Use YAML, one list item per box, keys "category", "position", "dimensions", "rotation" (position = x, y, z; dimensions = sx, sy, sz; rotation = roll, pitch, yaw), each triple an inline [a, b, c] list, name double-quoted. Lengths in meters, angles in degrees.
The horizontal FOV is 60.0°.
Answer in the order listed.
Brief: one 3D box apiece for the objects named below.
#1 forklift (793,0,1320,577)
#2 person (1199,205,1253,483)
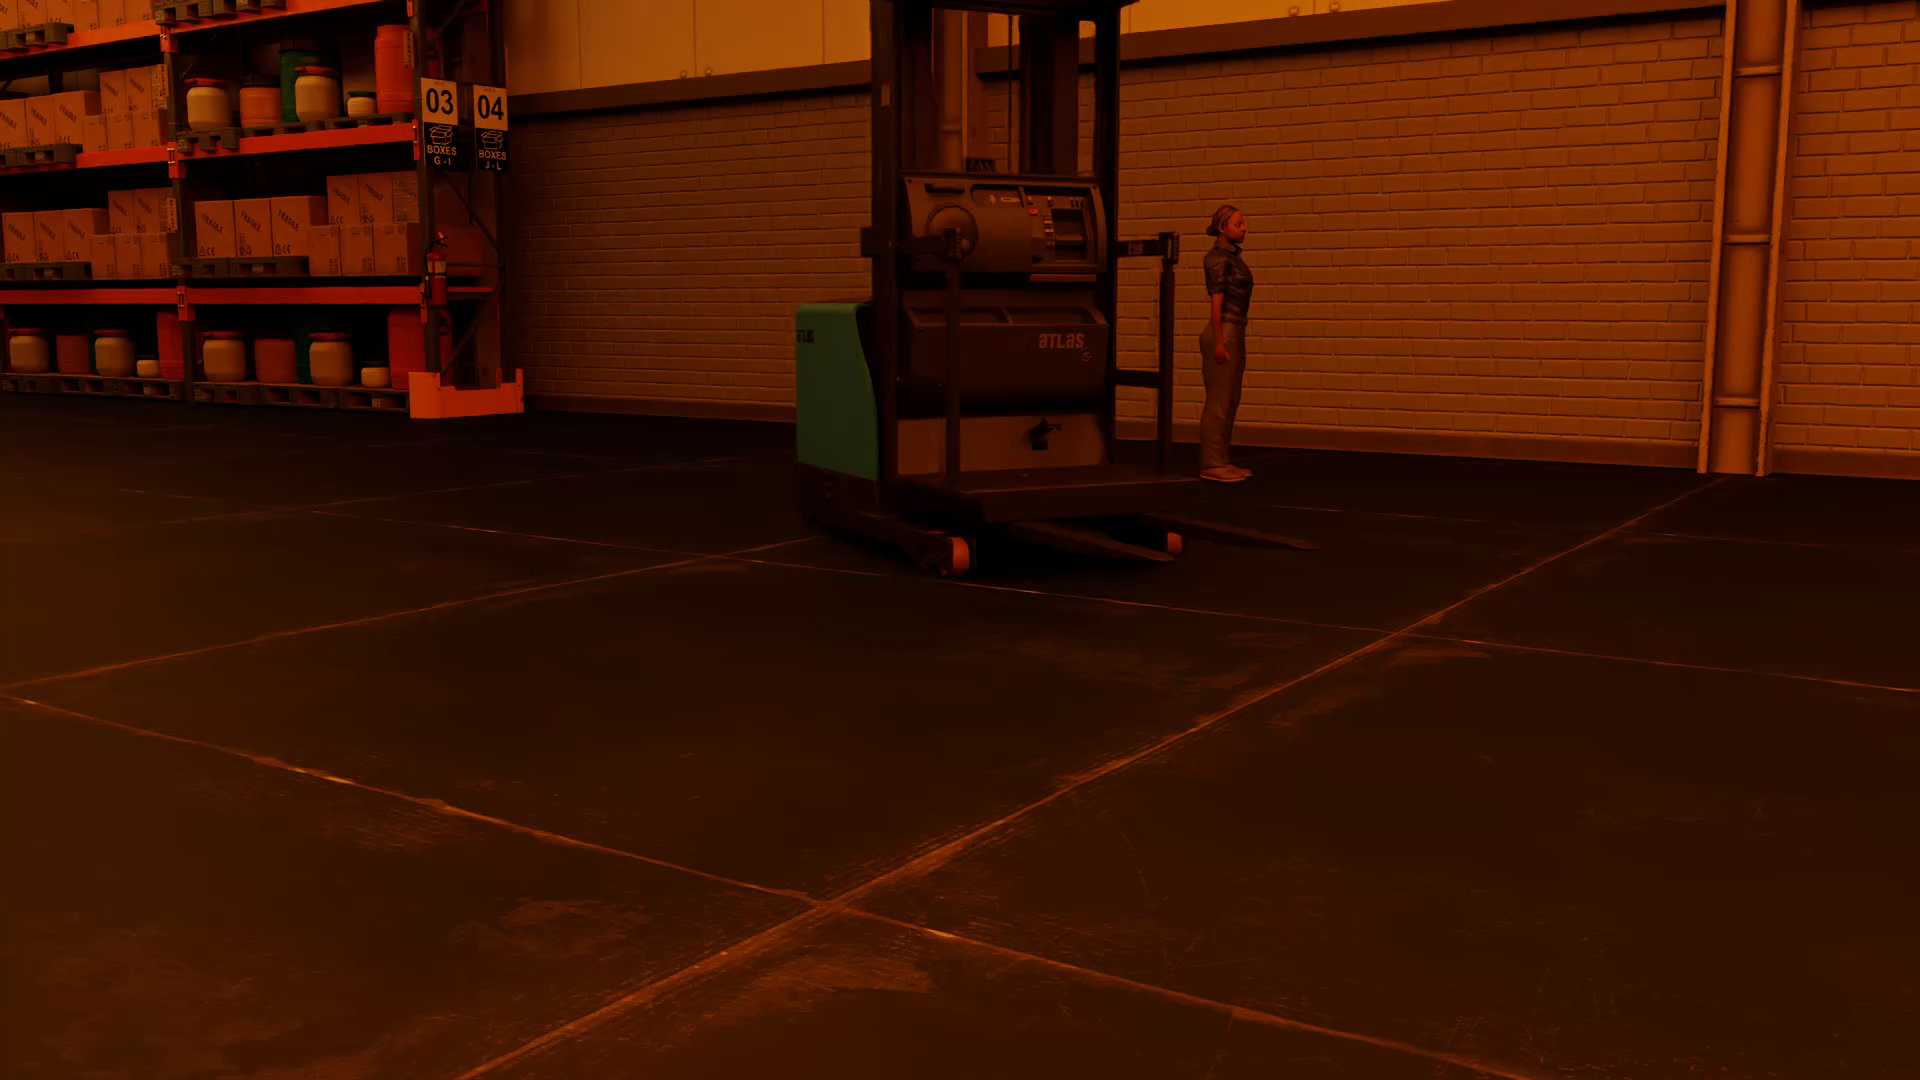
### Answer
- category: "forklift"
  position: [0.296, -1.373, 6.849]
  dimensions: [1.130, 2.935, 3.031]
  rotation: [-4, 9, -26]
- category: "person"
  position: [1.630, -1.195, 10.123]
  dimensions: [0.324, 1.662, 0.446]
  rotation: [3, 9, 21]
